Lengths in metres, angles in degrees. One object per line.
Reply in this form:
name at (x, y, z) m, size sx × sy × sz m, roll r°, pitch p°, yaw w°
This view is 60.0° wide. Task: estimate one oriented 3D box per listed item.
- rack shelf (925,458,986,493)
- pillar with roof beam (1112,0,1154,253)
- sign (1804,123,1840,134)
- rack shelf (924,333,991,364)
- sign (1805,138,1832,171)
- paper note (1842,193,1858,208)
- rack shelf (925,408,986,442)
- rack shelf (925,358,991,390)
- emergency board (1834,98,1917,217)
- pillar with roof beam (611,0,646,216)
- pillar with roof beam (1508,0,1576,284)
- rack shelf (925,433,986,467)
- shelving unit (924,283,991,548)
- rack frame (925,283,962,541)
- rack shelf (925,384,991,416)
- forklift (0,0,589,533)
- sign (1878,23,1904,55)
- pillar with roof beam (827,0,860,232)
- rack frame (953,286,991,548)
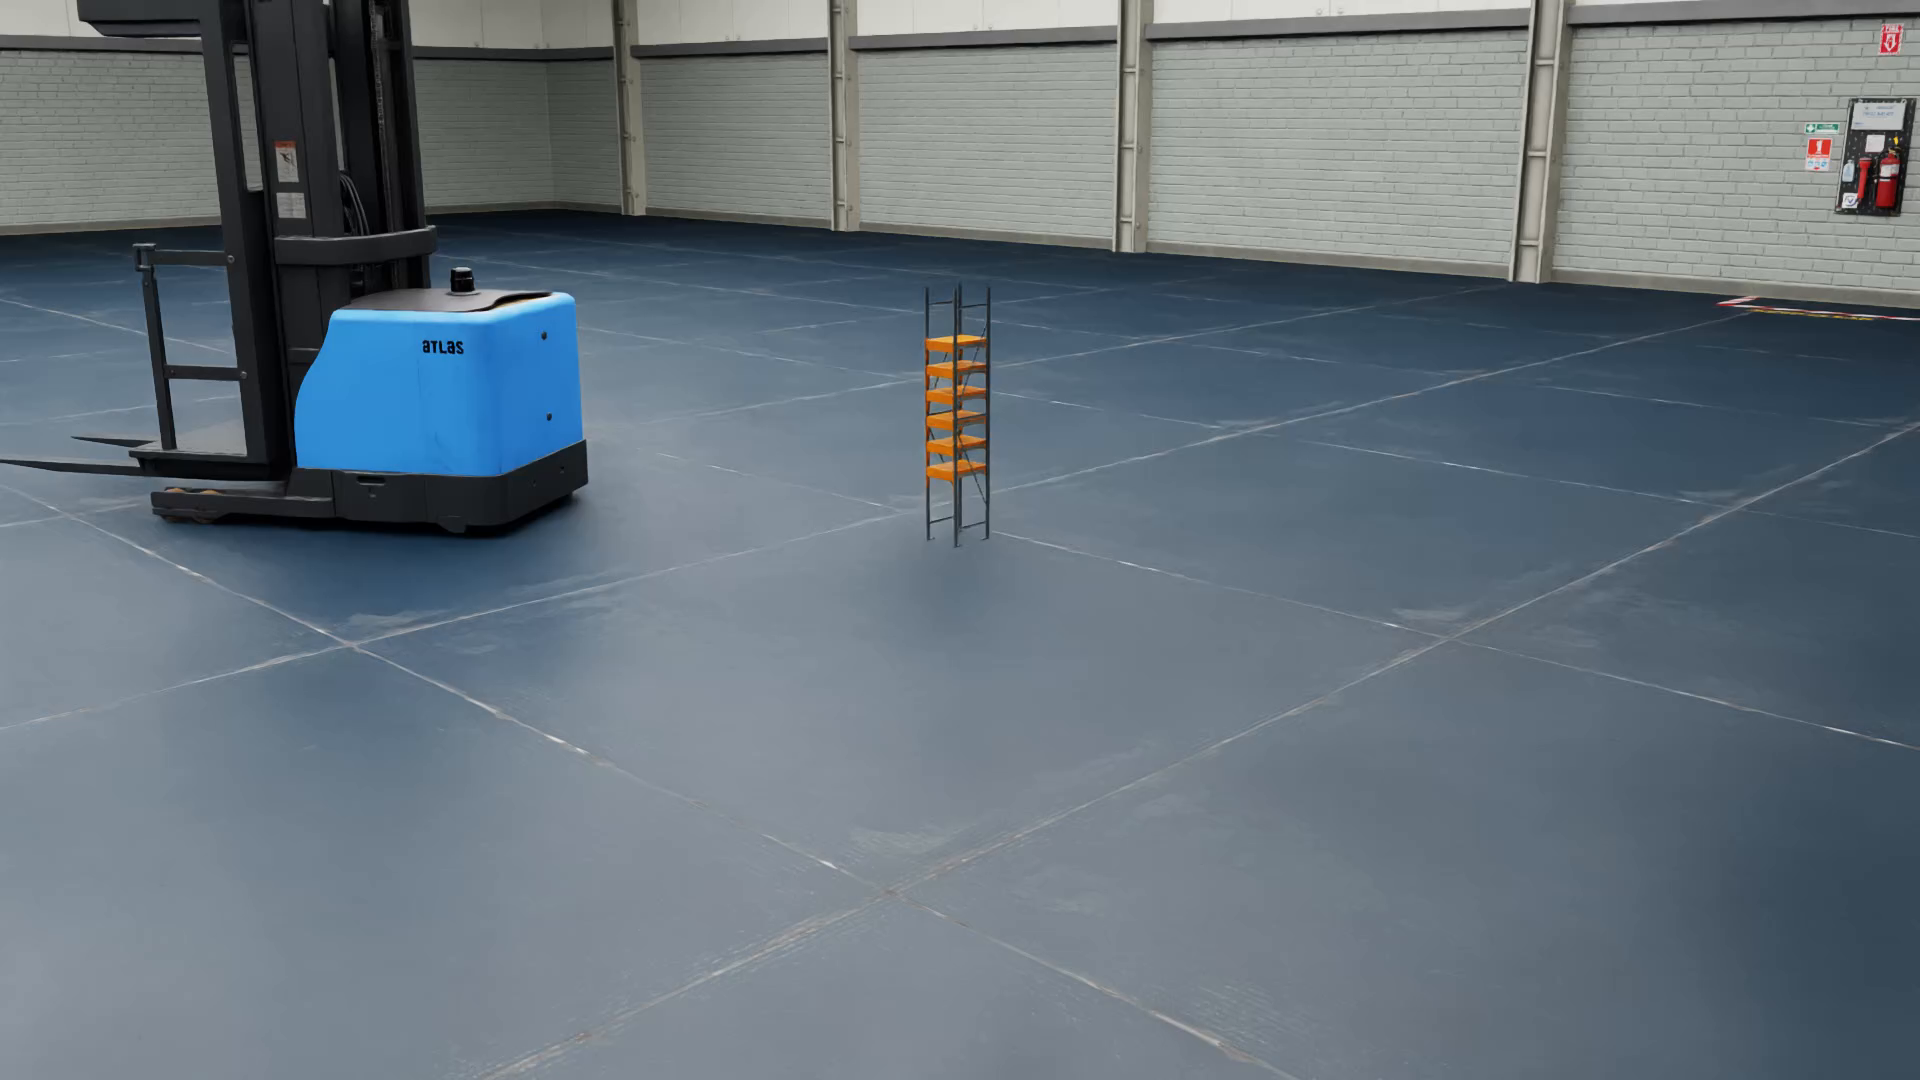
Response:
rack shelf at (-0.010, -0.308, 7.862) m, size 0.180 × 0.103 × 0.258 m, roll 14°, pitch 20°, yaw 42°
pillar with roof beam at (-0.570, -7.683, 19.570) m, size 0.400 × 9.000 × 9.100 m, roll 14°, pitch 20°, yaw 42°
sign at (8.975, -4.287, 17.314) m, size 0.331 × 0.109 × 0.001 m, roll 14°, pitch 20°, yaw 42°
rack shelf at (-0.010, -0.889, 7.711) m, size 0.180 × 0.103 × 0.258 m, roll 14°, pitch 20°, yaw 42°
sign at (8.978, -4.033, 17.390) m, size 0.234 × 0.329 × 0.001 m, roll 14°, pitch 20°, yaw 42°
paper note at (9.225, -3.517, 17.230) m, size 0.142 × 0.148 × 0.016 m, roll 14°, pitch 20°, yaw 42°
rack shelf at (-0.010, -0.540, 7.802) m, size 0.180 × 0.103 × 0.258 m, roll 14°, pitch 20°, yaw 42°
rack shelf at (-0.010, -0.772, 7.741) m, size 0.180 × 0.103 × 0.258 m, roll 14°, pitch 20°, yaw 42°
emergency board at (9.304, -3.900, 16.952) m, size 0.643 × 1.169 × 0.194 m, roll 14°, pitch 20°, yaw 42°
pillar with roof beam at (-9.208, -9.783, 27.630) m, size 0.400 × 9.000 × 9.100 m, roll 14°, pitch 20°, yaw 42°
pillar with roof beam at (3.749, -6.633, 15.540) m, size 0.400 × 9.000 × 9.100 m, roll 14°, pitch 20°, yaw 42°
rack shelf at (-0.010, -0.424, 7.832) m, size 0.180 × 0.103 × 0.258 m, roll 14°, pitch 20°, yaw 42°
shelving unit at (-0.010, -0.583, 7.791) m, size 0.189 × 1.200 × 0.258 m, roll 14°, pitch 20°, yaw 42°
rack frame at (-0.076, -0.599, 7.852) m, size 0.006 × 1.200 × 0.240 m, roll 14°, pitch 20°, yaw 42°
rack shelf at (-0.010, -0.656, 7.771) m, size 0.180 × 0.103 × 0.258 m, roll 14°, pitch 20°, yaw 42°
forklift at (-3.538, -1.624, 8.352) m, size 3.031 × 2.935 × 1.130 m, roll 3°, pitch 15°, yaw 13°
sign at (9.367, -5.041, 16.734) m, size 0.199 × 0.298 × 0.001 m, roll 14°, pitch 20°, yaw 42°
pillar with roof beam at (-4.889, -8.733, 23.600) m, size 0.400 × 9.000 × 9.100 m, roll 14°, pitch 20°, yaw 42°
rack frame at (0.055, -0.567, 7.729) m, size 0.006 × 1.200 × 0.240 m, roll 14°, pitch 20°, yaw 42°
